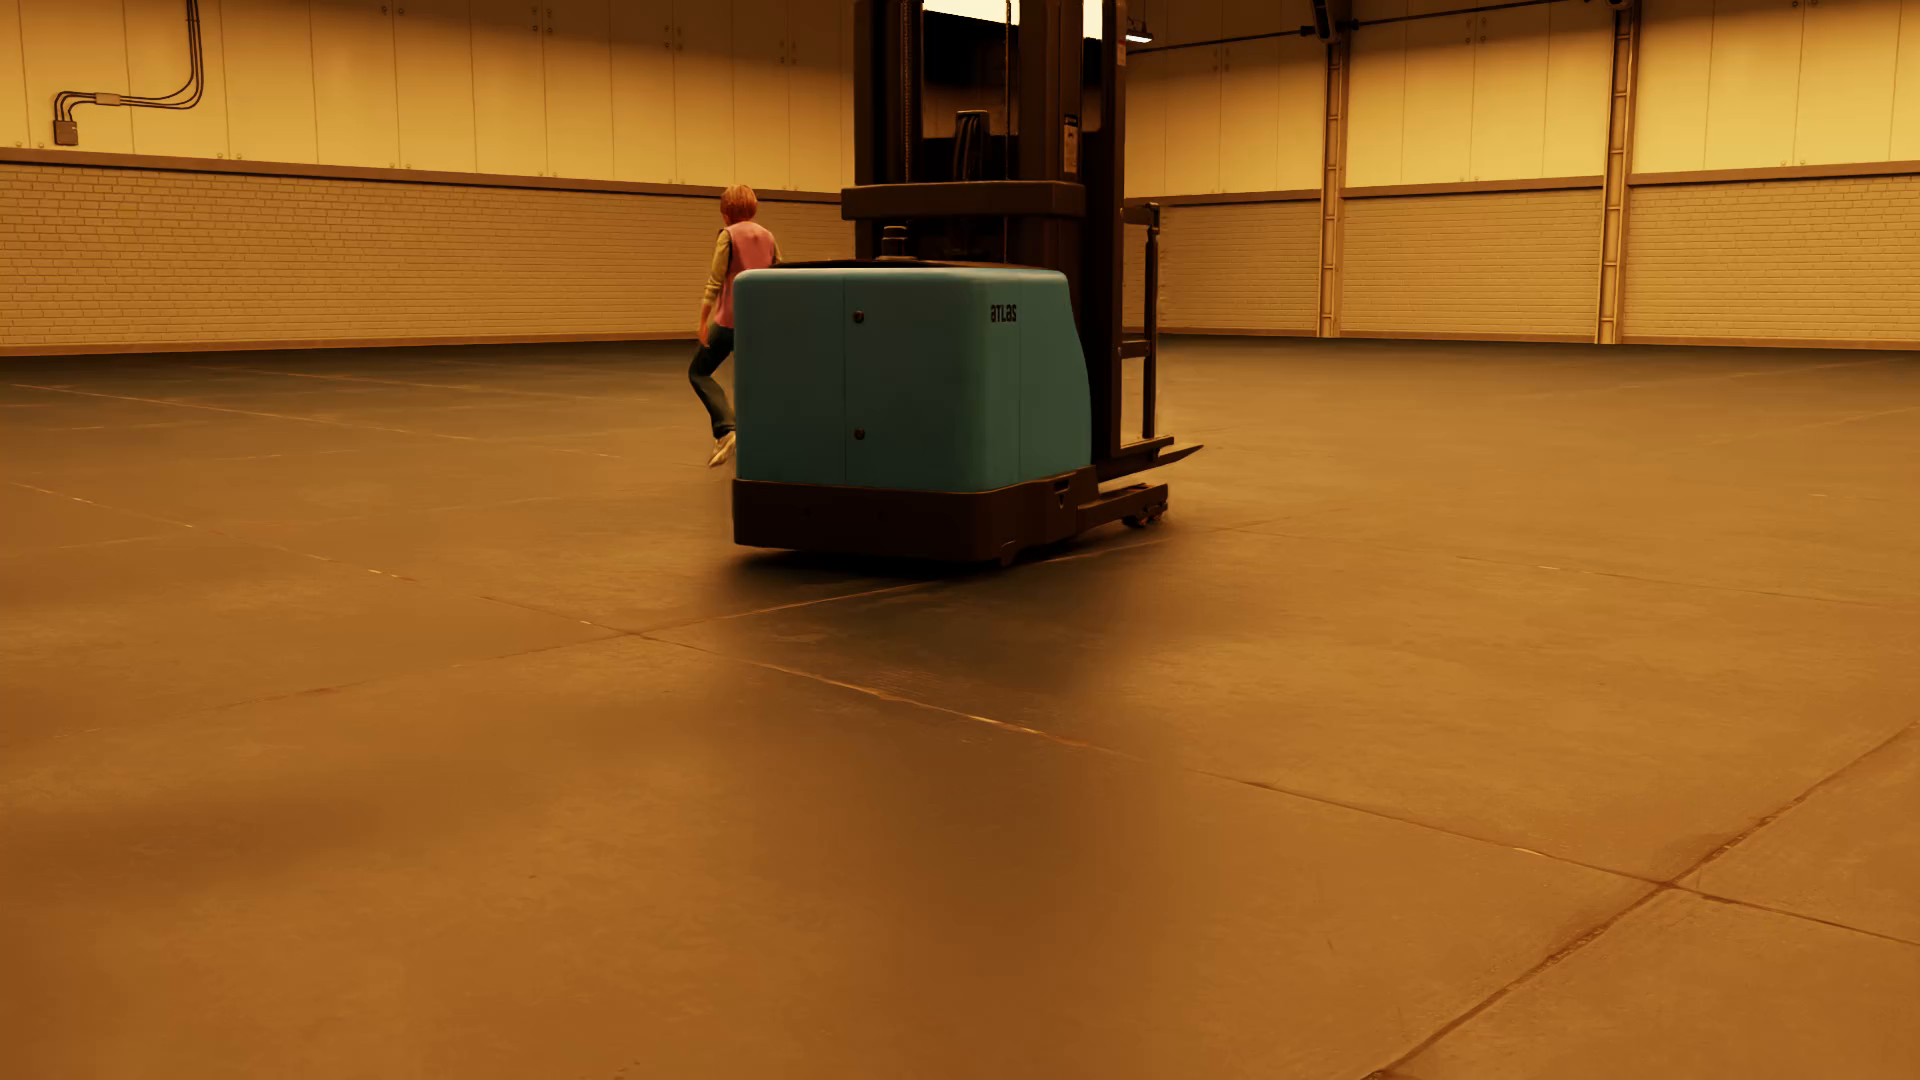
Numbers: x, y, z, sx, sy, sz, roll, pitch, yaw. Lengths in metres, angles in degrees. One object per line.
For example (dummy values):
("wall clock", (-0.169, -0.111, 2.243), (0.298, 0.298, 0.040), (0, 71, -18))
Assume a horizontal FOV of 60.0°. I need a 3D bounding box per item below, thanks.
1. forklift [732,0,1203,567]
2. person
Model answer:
("forklift", (0.260, -1.532, 7.050), (1.130, 2.935, 3.031), (4, 10, 26))
("person", (-1.253, -1.184, 9.291), (0.425, 1.578, 0.534), (7, 11, 41))
